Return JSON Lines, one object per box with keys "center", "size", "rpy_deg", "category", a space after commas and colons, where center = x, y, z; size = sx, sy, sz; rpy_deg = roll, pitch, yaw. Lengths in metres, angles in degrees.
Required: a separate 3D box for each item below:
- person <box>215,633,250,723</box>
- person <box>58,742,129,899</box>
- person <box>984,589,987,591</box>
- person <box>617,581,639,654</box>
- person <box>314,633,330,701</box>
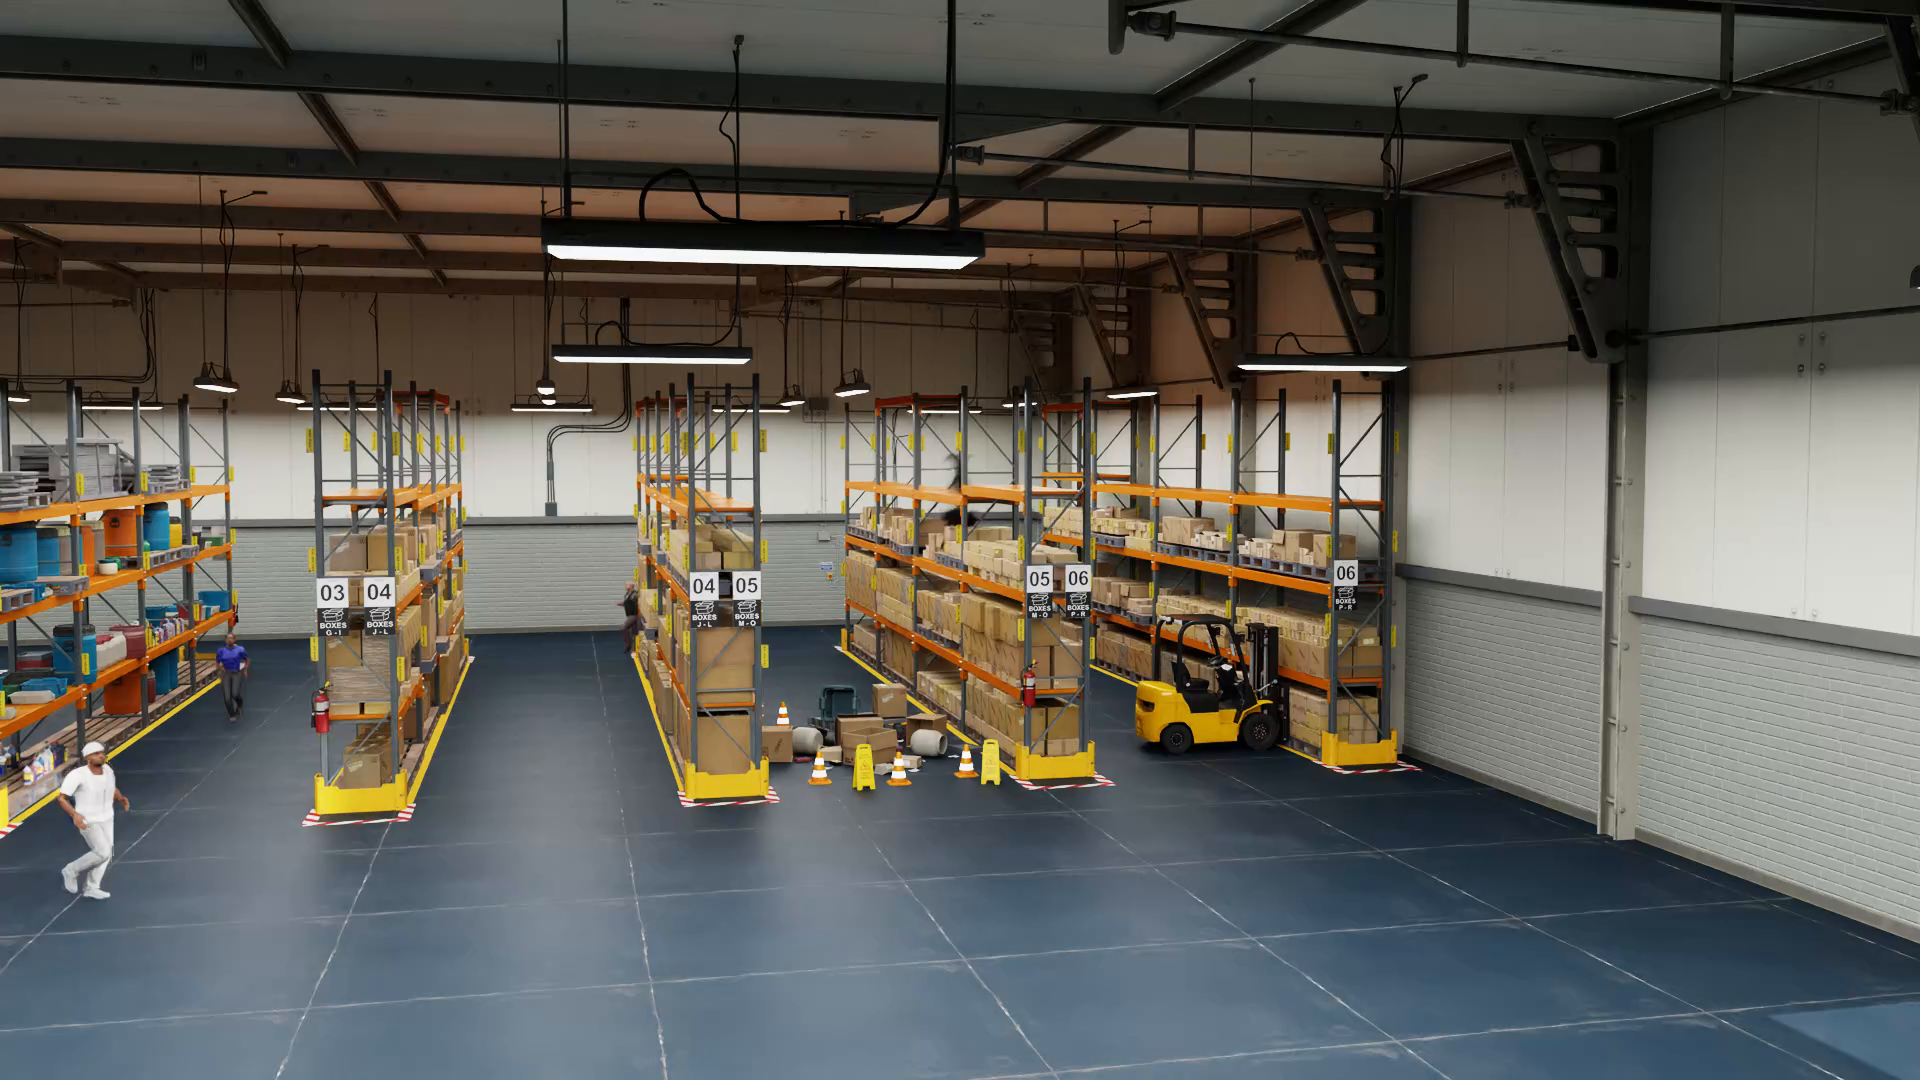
{"center": [-13.086, 2.481, 29.888], "size": [0.569, 1.605, 0.554], "rpy_deg": [-1, 3, -16], "category": "person"}
{"center": [-9.531, 3.082, 18.345], "size": [0.616, 1.731, 0.686], "rpy_deg": [1, 3, 16], "category": "person"}
{"center": [0.635, 1.988, 36.999], "size": [0.658, 1.779, 1.126], "rpy_deg": [-1, 4, -23], "category": "person"}
{"center": [-7.847, 1.856, 39.993], "size": [0.820, 1.748, 0.669], "rpy_deg": [-2, 4, -28], "category": "person"}
{"center": [-12.341, 2.328, 32.394], "size": [0.581, 1.630, 0.566], "rpy_deg": [0, 3, -7], "category": "person"}
